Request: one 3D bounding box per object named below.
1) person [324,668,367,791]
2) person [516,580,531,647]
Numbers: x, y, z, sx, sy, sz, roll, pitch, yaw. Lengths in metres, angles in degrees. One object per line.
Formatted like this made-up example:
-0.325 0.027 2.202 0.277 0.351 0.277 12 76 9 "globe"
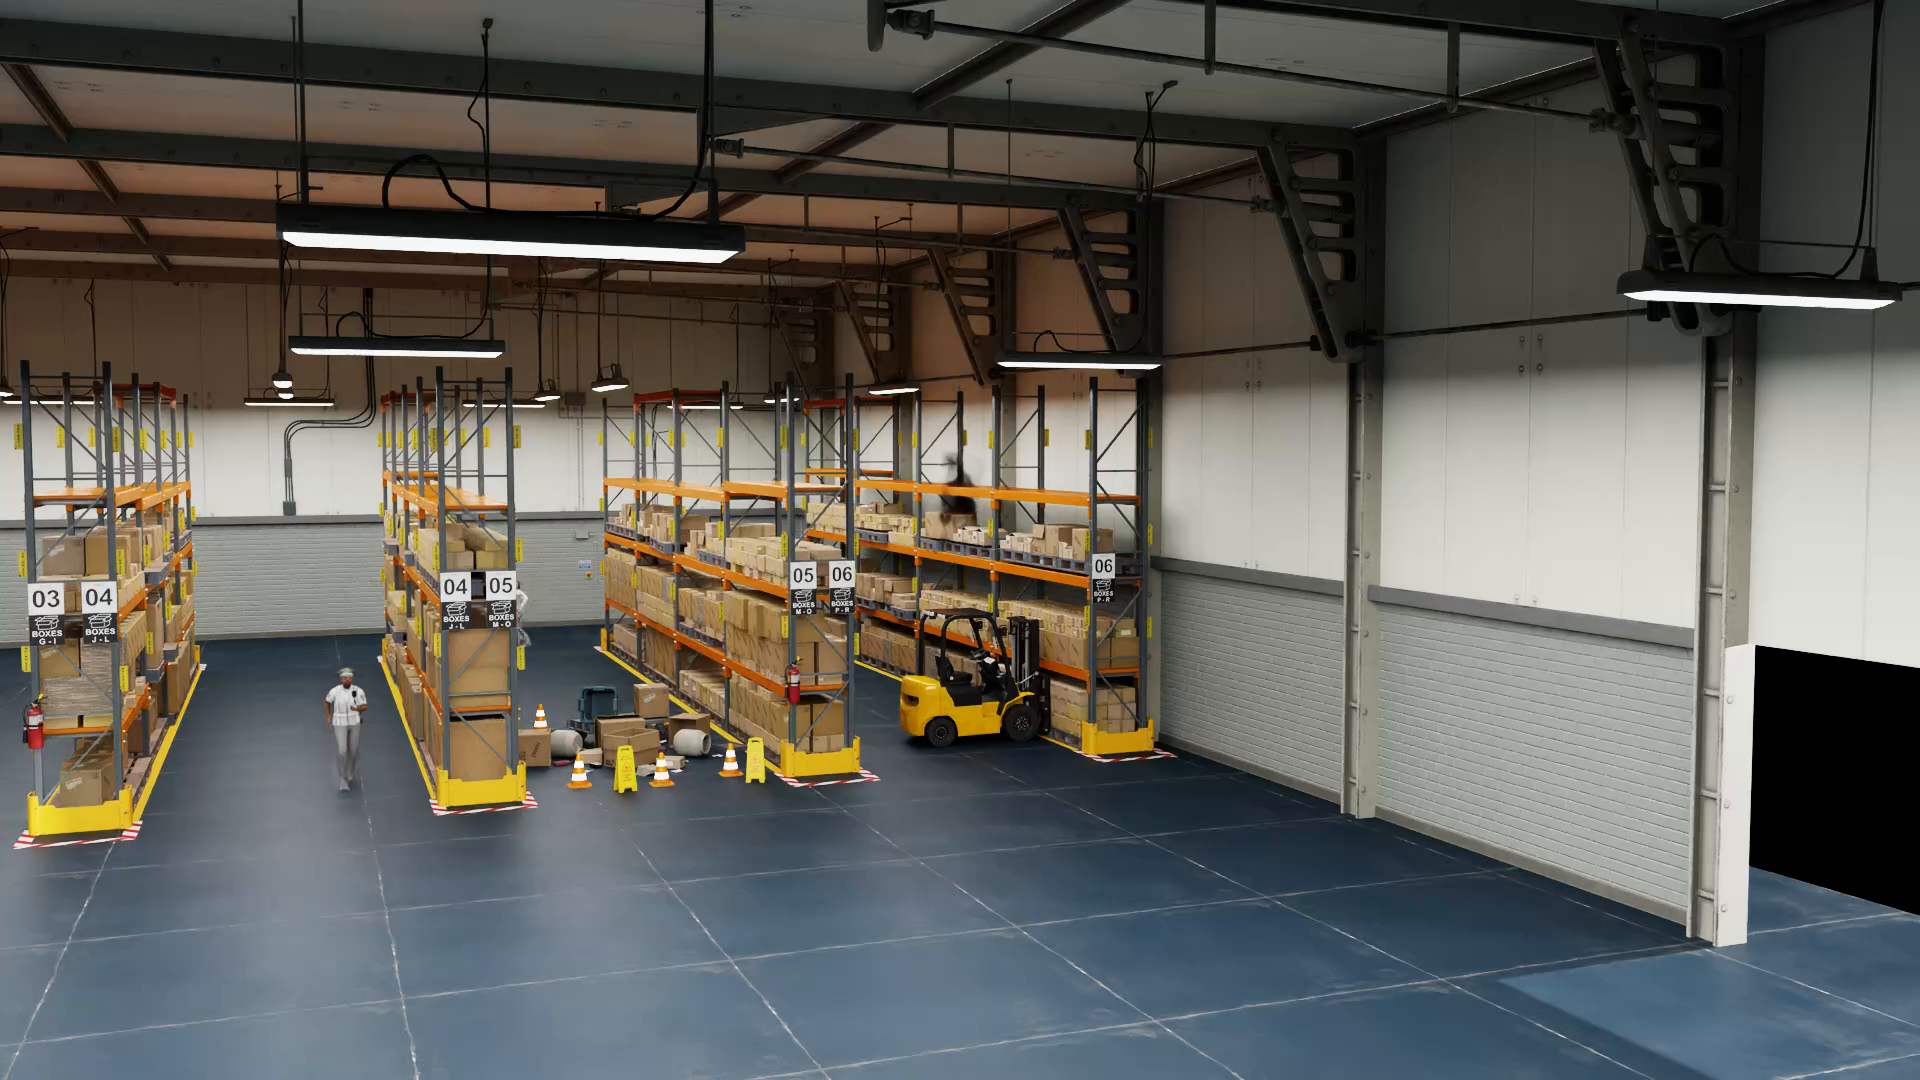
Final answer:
-8.860 2.709 24.026 0.549 1.755 0.781 -2 4 -28 "person"
-10.682 1.748 40.061 0.664 1.649 0.606 -1 4 -19 "person"
